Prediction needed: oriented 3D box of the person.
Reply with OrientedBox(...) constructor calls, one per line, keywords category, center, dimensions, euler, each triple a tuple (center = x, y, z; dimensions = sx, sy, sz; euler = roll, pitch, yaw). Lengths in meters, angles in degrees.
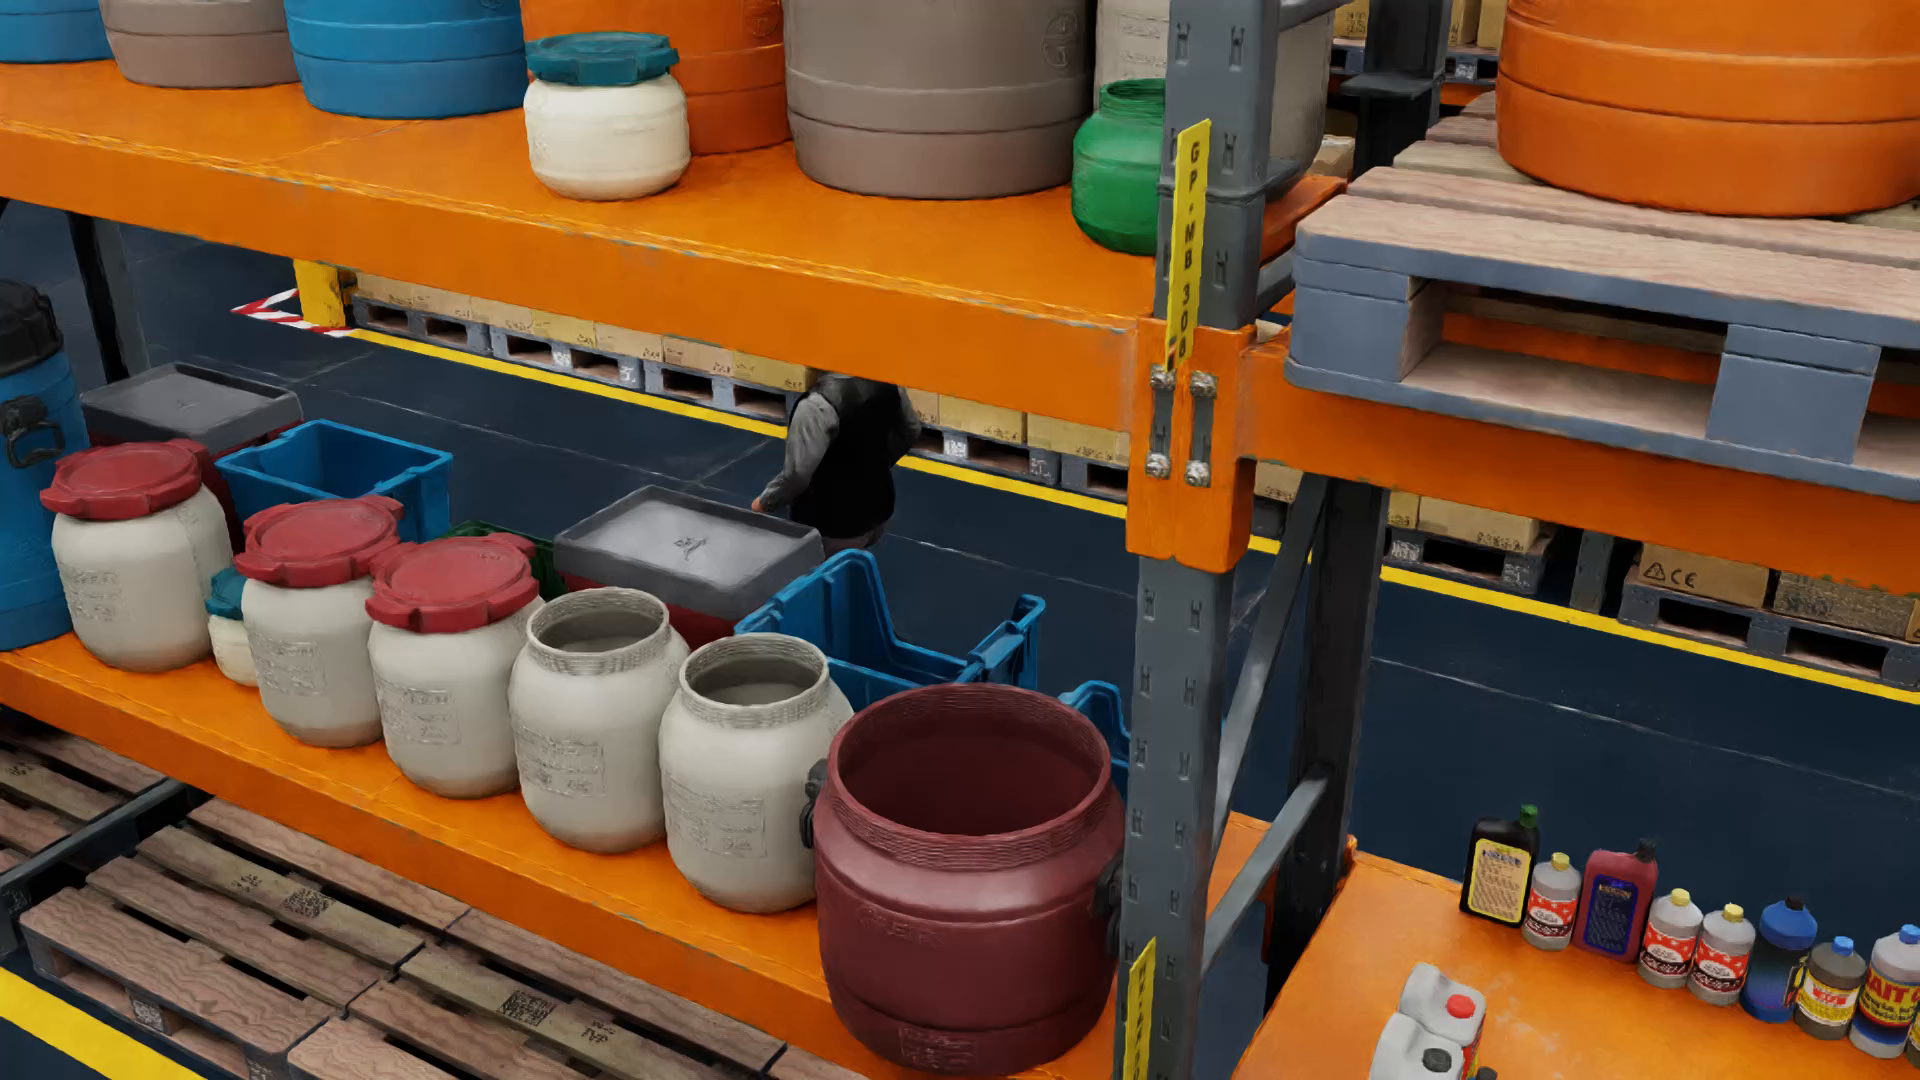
OrientedBox(category="person", center=(-0.513, -0.089, 6.361), dimensions=(0.502, 1.695, 0.716), euler=(14, 30, 26))
